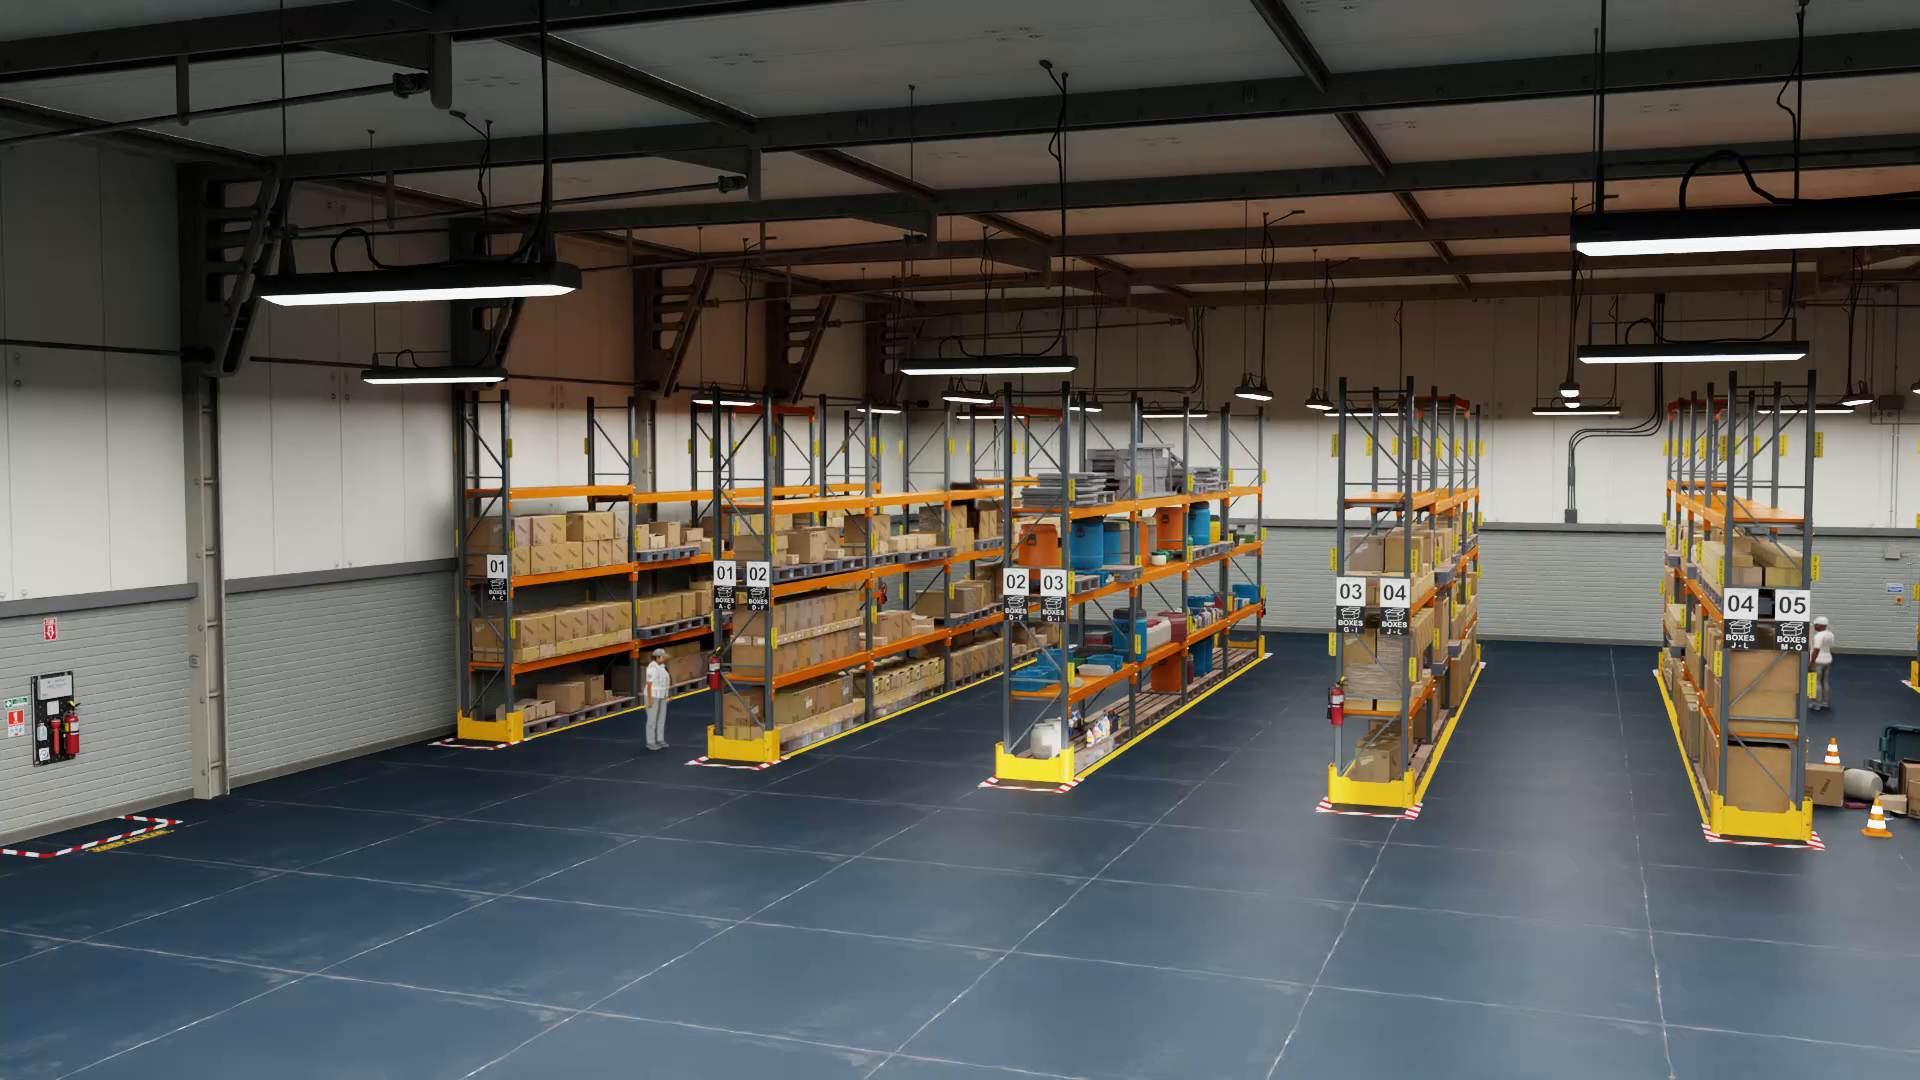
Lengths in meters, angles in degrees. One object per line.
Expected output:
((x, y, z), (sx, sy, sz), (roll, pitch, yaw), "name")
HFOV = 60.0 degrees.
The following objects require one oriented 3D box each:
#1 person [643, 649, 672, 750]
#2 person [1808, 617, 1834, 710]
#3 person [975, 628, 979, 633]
((-5.055, 2.645, 27.777), (0.441, 1.685, 0.506), (1, 3, 21), "person")
((16.515, 2.359, 32.003), (0.608, 1.771, 0.480), (-1, 3, -23), "person")
((0.303, 1.817, 43.668), (0.696, 1.781, 0.787), (1, 3, 13), "person")
